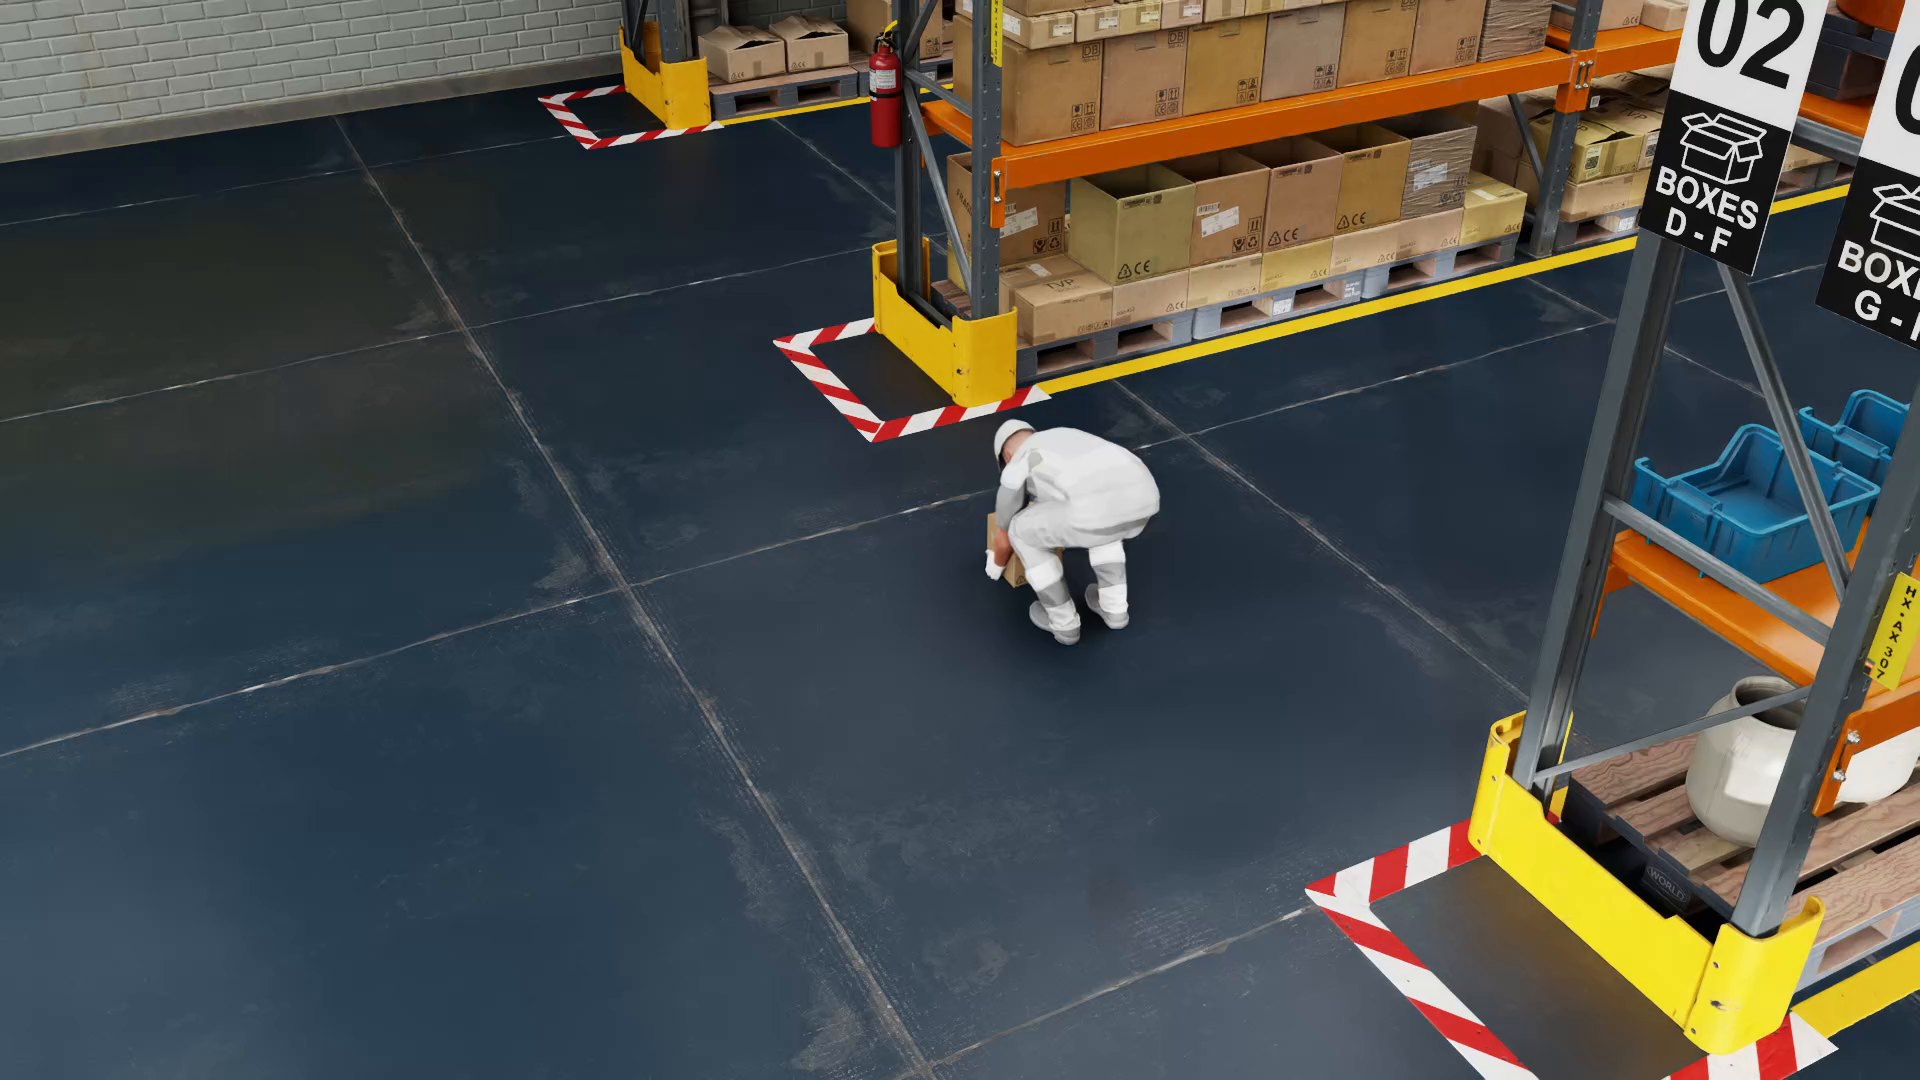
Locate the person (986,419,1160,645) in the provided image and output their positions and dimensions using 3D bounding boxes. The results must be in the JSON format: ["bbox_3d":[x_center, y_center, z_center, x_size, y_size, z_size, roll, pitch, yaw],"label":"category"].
[{"bbox_3d":[0.441,-0.099,7.105,0.538,0.915,0.956,-17,37,-25],"label":"person"}]
